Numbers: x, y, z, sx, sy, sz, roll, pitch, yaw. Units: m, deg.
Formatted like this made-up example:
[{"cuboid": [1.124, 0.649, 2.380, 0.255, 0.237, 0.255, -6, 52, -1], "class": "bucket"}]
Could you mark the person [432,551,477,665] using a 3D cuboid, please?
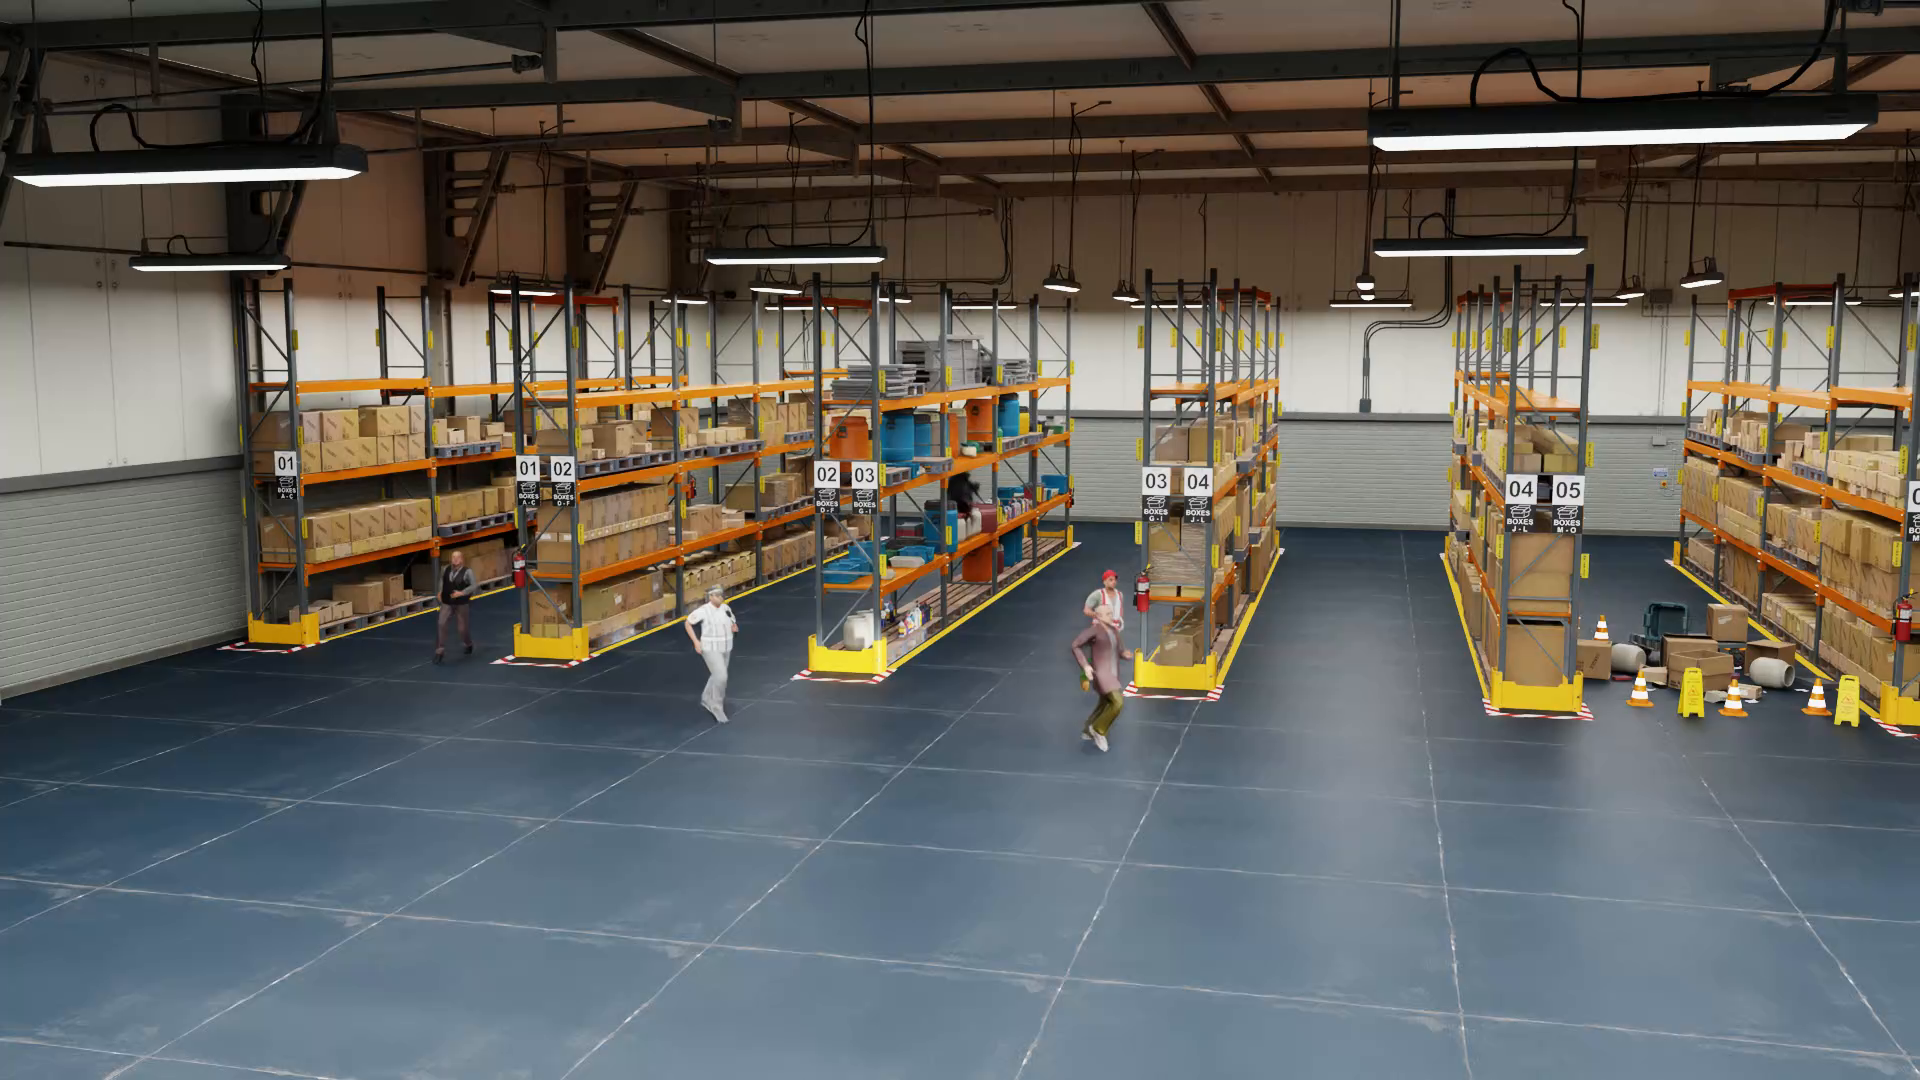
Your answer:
[{"cuboid": [-7.908, 1.033, 26.072, 0.672, 1.718, 0.922, 1, 7, 7], "class": "person"}]

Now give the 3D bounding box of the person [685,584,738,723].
[{"cuboid": [-3.232, 1.496, 22.076, 0.782, 1.848, 0.635, 5, 9, 37], "class": "person"}]

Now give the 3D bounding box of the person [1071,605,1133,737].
[{"cuboid": [1.795, 1.635, 20.370, 0.741, 1.676, 0.675, 5, 9, 37], "class": "person"}]

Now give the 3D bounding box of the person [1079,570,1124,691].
[{"cuboid": [2.043, 1.309, 23.338, 0.674, 1.790, 0.913, -2, 7, -20], "class": "person"}]

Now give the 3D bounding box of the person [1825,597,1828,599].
[{"cuboid": [16.833, 0.253, 32.383, 0.644, 1.740, 0.577, 1, 7, 7], "class": "person"}]
